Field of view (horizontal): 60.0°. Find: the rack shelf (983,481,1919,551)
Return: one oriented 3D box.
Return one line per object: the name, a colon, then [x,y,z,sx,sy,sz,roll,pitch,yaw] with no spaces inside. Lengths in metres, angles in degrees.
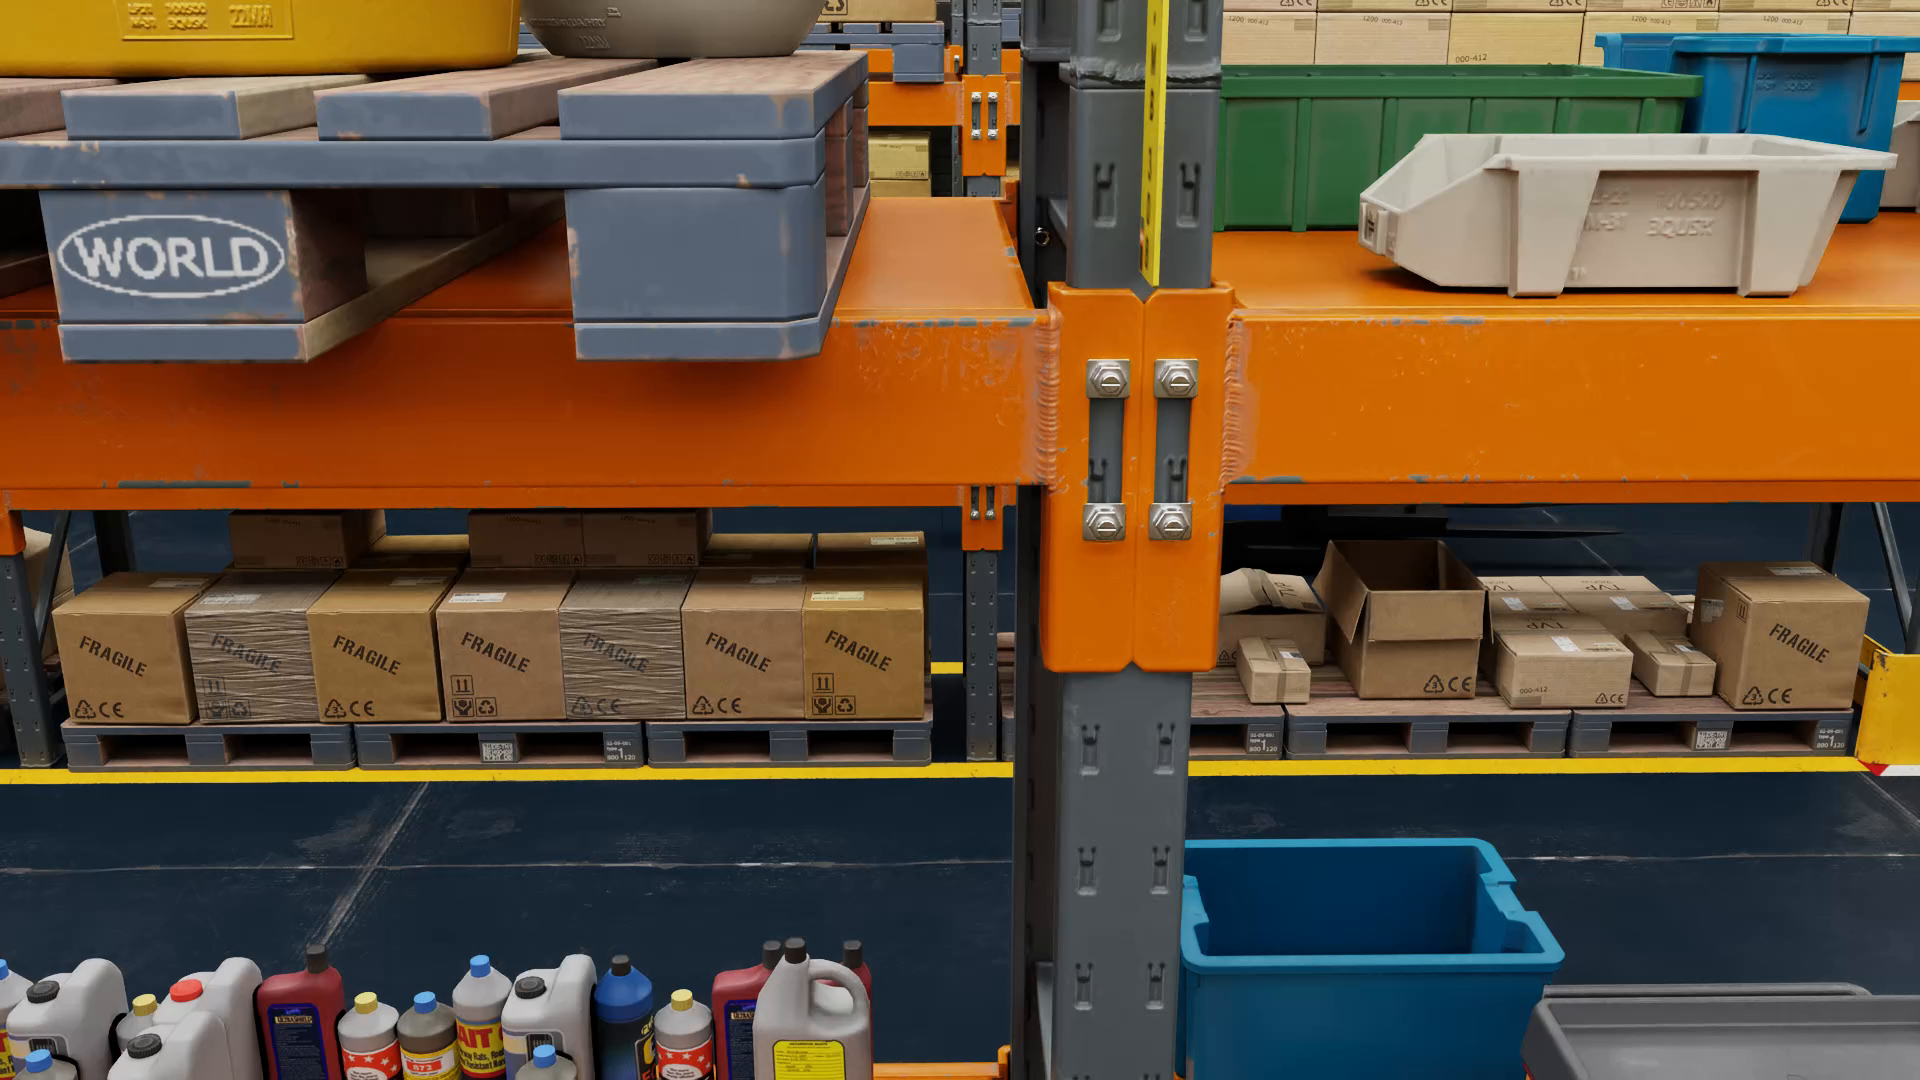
rack shelf: [2.084,-0.299,7.247,4.000,0.370,1.077,0,18,-1]

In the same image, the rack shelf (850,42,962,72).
rack shelf: [-1.998,-3.221,11.444,4.000,0.370,1.077,0,18,-1]

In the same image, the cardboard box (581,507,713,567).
cardboard box: [-1.404,-0.075,7.516,0.500,0.250,0.500,0,18,-1]

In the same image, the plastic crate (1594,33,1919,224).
plastic crate: [1.064,-0.569,2.275,0.300,0.233,0.416,0,18,-1]

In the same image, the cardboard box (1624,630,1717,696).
cardboard box: [3.137,0.541,7.369,0.250,0.166,0.380,0,18,-1]

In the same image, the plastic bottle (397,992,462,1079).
plastic bottle: [-0.890,0.856,2.794,0.097,0.201,0.097,0,18,0]

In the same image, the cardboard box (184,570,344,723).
cardboard box: [-2.933,0.449,7.109,0.500,0.500,0.500,-1,18,-3]

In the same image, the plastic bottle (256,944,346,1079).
plastic bottle: [-1.103,0.812,2.796,0.133,0.283,0.061,0,18,-1]

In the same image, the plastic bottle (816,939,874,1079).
plastic bottle: [-0.215,0.808,2.809,0.133,0.283,0.061,0,18,-1]

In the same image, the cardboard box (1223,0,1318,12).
cardboard box: [1.074,-2.156,6.375,0.500,0.250,0.500,0,18,-1]

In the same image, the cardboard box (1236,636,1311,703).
cardboard box: [1.372,0.565,7.295,0.250,0.166,0.380,0,18,-1]

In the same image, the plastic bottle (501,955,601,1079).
plastic bottle: [-0.676,0.828,2.760,0.135,0.276,0.152,0,18,-1]

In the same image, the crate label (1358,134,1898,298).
crate label: [0.652,-0.336,1.705,0.466,0.136,0.293,0,18,-1]

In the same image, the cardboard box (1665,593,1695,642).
cardboard box: [3.409,0.387,7.849,0.250,0.166,0.380,0,18,-1]

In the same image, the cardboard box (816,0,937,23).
cardboard box: [-0.421,-2.375,6.616,0.600,0.600,0.600,-2,18,-6]

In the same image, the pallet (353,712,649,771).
pallet: [-1.952,0.718,7.463,1.213,0.211,1.003,0,18,-1]

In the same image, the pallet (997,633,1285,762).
pallet: [0.771,0.693,7.542,1.213,0.211,1.003,0,18,-1]

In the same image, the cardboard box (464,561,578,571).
cardboard box: [-1.942,0.285,7.620,0.500,0.500,0.500,-1,18,-3]

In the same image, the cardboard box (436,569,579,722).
cardboard box: [-1.909,0.444,7.125,0.500,0.500,0.500,-1,18,-3]

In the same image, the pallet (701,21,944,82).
pallet: [-0.569,-1.989,6.734,1.003,0.211,1.213,0,18,-1]

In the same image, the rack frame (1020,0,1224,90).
rack frame: [0.158,-1.976,1.474,0.127,3.000,1.000,0,18,-1]

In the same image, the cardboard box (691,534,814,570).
cardboard box: [-0.937,0.283,7.627,0.500,0.500,0.500,0,18,0]

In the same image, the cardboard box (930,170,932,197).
cardboard box: [-0.462,-2.418,11.992,0.500,0.500,0.500,-1,18,-3]

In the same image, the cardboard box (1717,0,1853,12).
cardboard box: [3.074,-2.163,6.397,0.500,0.250,0.500,0,18,-1]

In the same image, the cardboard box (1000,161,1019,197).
cardboard box: [0.545,-2.285,11.770,0.700,0.700,0.980,0,18,0]

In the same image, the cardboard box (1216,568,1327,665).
cardboard box: [1.399,0.346,7.740,0.500,0.311,0.500,0,18,-1]

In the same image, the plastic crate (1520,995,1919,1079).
plastic crate: [1.055,0.894,2.146,0.583,0.464,0.402,0,18,-1]

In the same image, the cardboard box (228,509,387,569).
cardboard box: [-2.928,-0.067,7.489,0.500,0.250,0.500,0,18,1]

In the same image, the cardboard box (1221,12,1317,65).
cardboard box: [1.074,-1.917,6.447,0.500,0.250,0.500,0,18,-1]

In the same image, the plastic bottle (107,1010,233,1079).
plastic bottle: [-1.234,0.877,2.606,0.135,0.276,0.152,0,18,-1]

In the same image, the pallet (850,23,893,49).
pallet: [-0.914,-3.462,11.333,1.217,0.209,0.805,-1,18,-3]

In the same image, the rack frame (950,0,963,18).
rack frame: [0.002,-5.001,10.906,0.127,3.000,1.000,0,18,-1]

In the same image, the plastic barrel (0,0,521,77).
plastic barrel: [-0.751,-0.770,1.632,0.600,0.588,0.600,0,18,0]

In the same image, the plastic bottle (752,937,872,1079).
plastic bottle: [-0.239,0.807,2.701,0.185,0.351,0.144,0,18,-1]

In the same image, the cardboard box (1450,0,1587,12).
cardboard box: [2.074,-2.158,6.379,0.500,0.250,0.500,0,18,-1]

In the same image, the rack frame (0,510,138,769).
rack frame: [-3.916,-0.613,7.046,0.127,3.000,1.000,0,18,-1]

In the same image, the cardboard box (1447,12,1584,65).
cardboard box: [2.074,-1.922,6.464,0.500,0.250,0.500,0,18,-1]

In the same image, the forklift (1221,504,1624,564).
forklift: [2.288,-1.357,9.478,3.031,2.935,1.130,1,18,3]

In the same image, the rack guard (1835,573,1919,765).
rack guard: [4.007,0.539,7.547,0.348,0.500,1.175,0,18,-1]

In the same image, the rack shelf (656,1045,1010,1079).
rack shelf: [-1.841,1.233,2.470,4.000,0.370,1.077,0,18,-1]

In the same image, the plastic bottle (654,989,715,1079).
plastic bottle: [-0.463,0.854,2.800,0.097,0.201,0.097,0,18,0]

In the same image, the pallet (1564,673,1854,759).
pallet: [3.210,0.681,7.579,1.213,0.211,1.003,0,18,-1]

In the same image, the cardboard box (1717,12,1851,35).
cardboard box: [3.074,-1.926,6.476,0.500,0.250,0.500,0,18,-1]

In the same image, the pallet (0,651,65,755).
pallet: [-4.739,0.707,7.497,1.213,0.211,1.003,0,18,-1]

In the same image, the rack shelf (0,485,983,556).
rack shelf: [-1.916,-0.280,7.186,4.000,0.370,1.077,0,18,-1]

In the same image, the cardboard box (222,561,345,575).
cardboard box: [-2.984,0.292,7.599,0.500,0.500,0.500,0,18,1]

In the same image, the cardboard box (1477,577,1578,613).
cardboard box: [2.535,0.369,7.766,0.500,0.250,0.500,0,18,-1]

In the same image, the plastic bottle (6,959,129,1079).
plastic bottle: [-1.468,0.832,2.748,0.135,0.276,0.152,0,18,-1]

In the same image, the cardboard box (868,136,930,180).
cardboard box: [-0.461,-2.620,11.394,0.500,0.250,0.500,0,18,0]

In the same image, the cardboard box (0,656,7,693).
cardboard box: [-4.438,0.574,7.162,0.500,0.250,0.500,0,18,0]

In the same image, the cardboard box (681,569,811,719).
cardboard box: [-0.899,0.439,7.141,0.500,0.500,0.500,0,18,-1]

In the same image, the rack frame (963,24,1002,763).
rack frame: [0.084,-0.632,7.107,0.127,3.000,1.000,0,18,-1]

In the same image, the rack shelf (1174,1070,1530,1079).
rack shelf: [2.158,1.214,2.530,4.000,0.370,1.077,0,18,-1]
